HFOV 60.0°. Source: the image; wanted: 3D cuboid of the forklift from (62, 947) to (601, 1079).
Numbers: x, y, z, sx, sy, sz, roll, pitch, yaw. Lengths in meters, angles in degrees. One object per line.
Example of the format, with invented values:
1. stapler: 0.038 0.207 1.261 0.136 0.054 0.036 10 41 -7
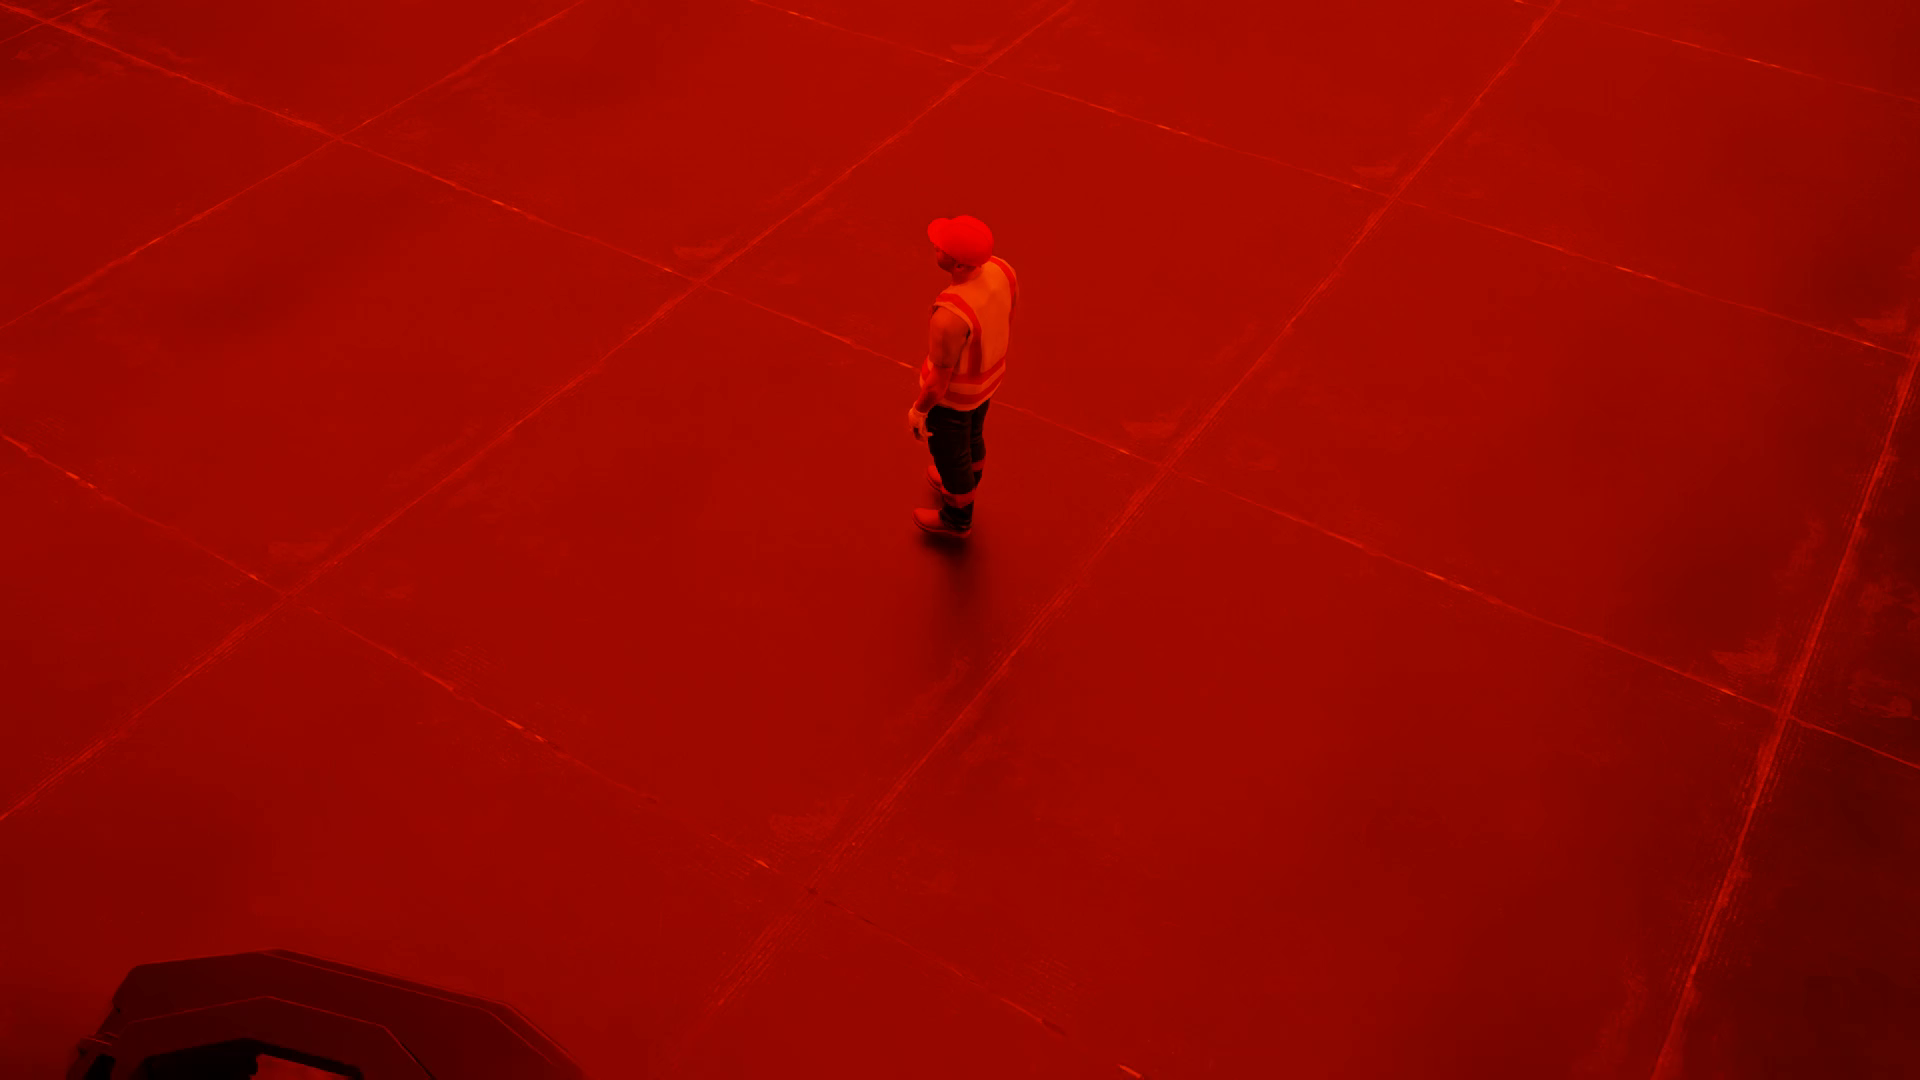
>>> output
1. forklift: -1.263 2.312 3.410 1.130 2.935 3.031 10 44 11

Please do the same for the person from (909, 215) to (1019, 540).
1. person: -0.061 -0.721 7.369 0.561 1.789 0.637 24 48 23
